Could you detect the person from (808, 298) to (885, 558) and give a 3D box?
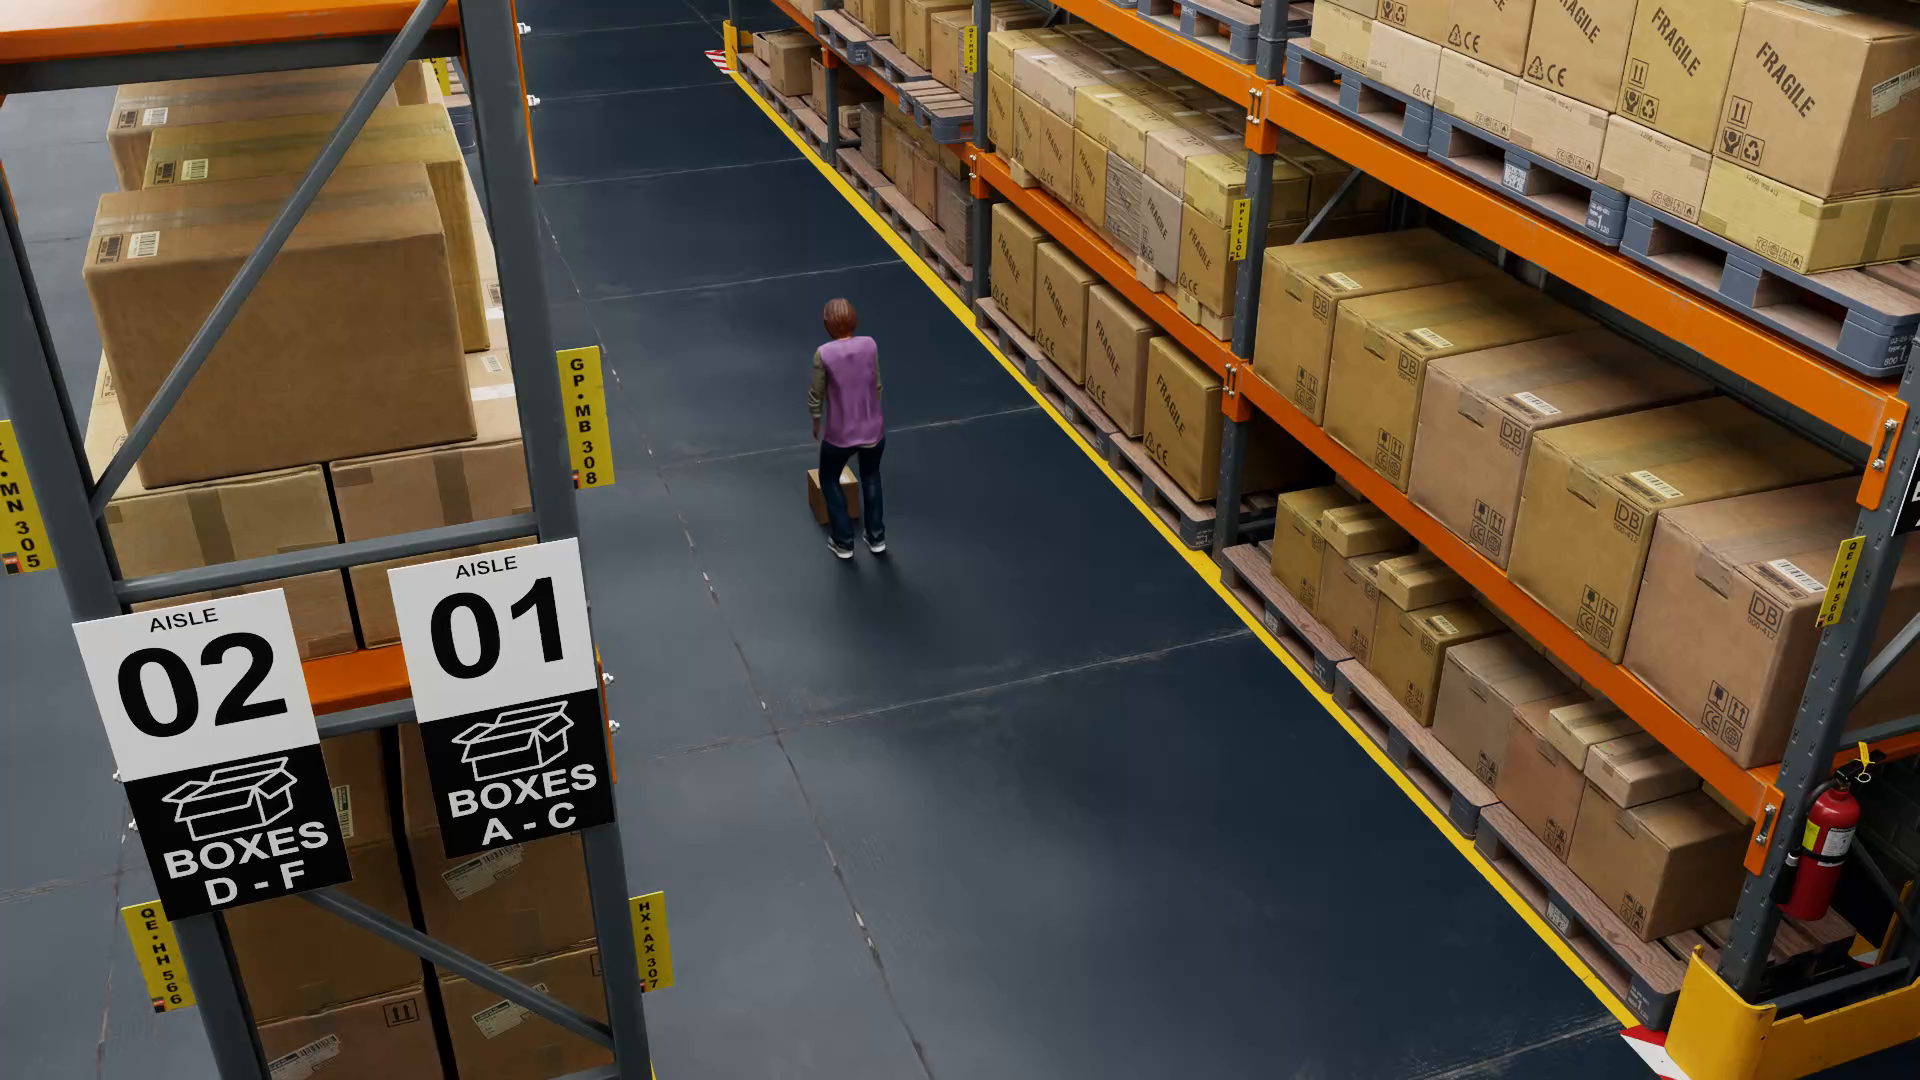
[{"bbox_3d":[-0.639,-0.604,9.462,0.433,1.523,0.417,-10,32,-16],"label":"person"}]
